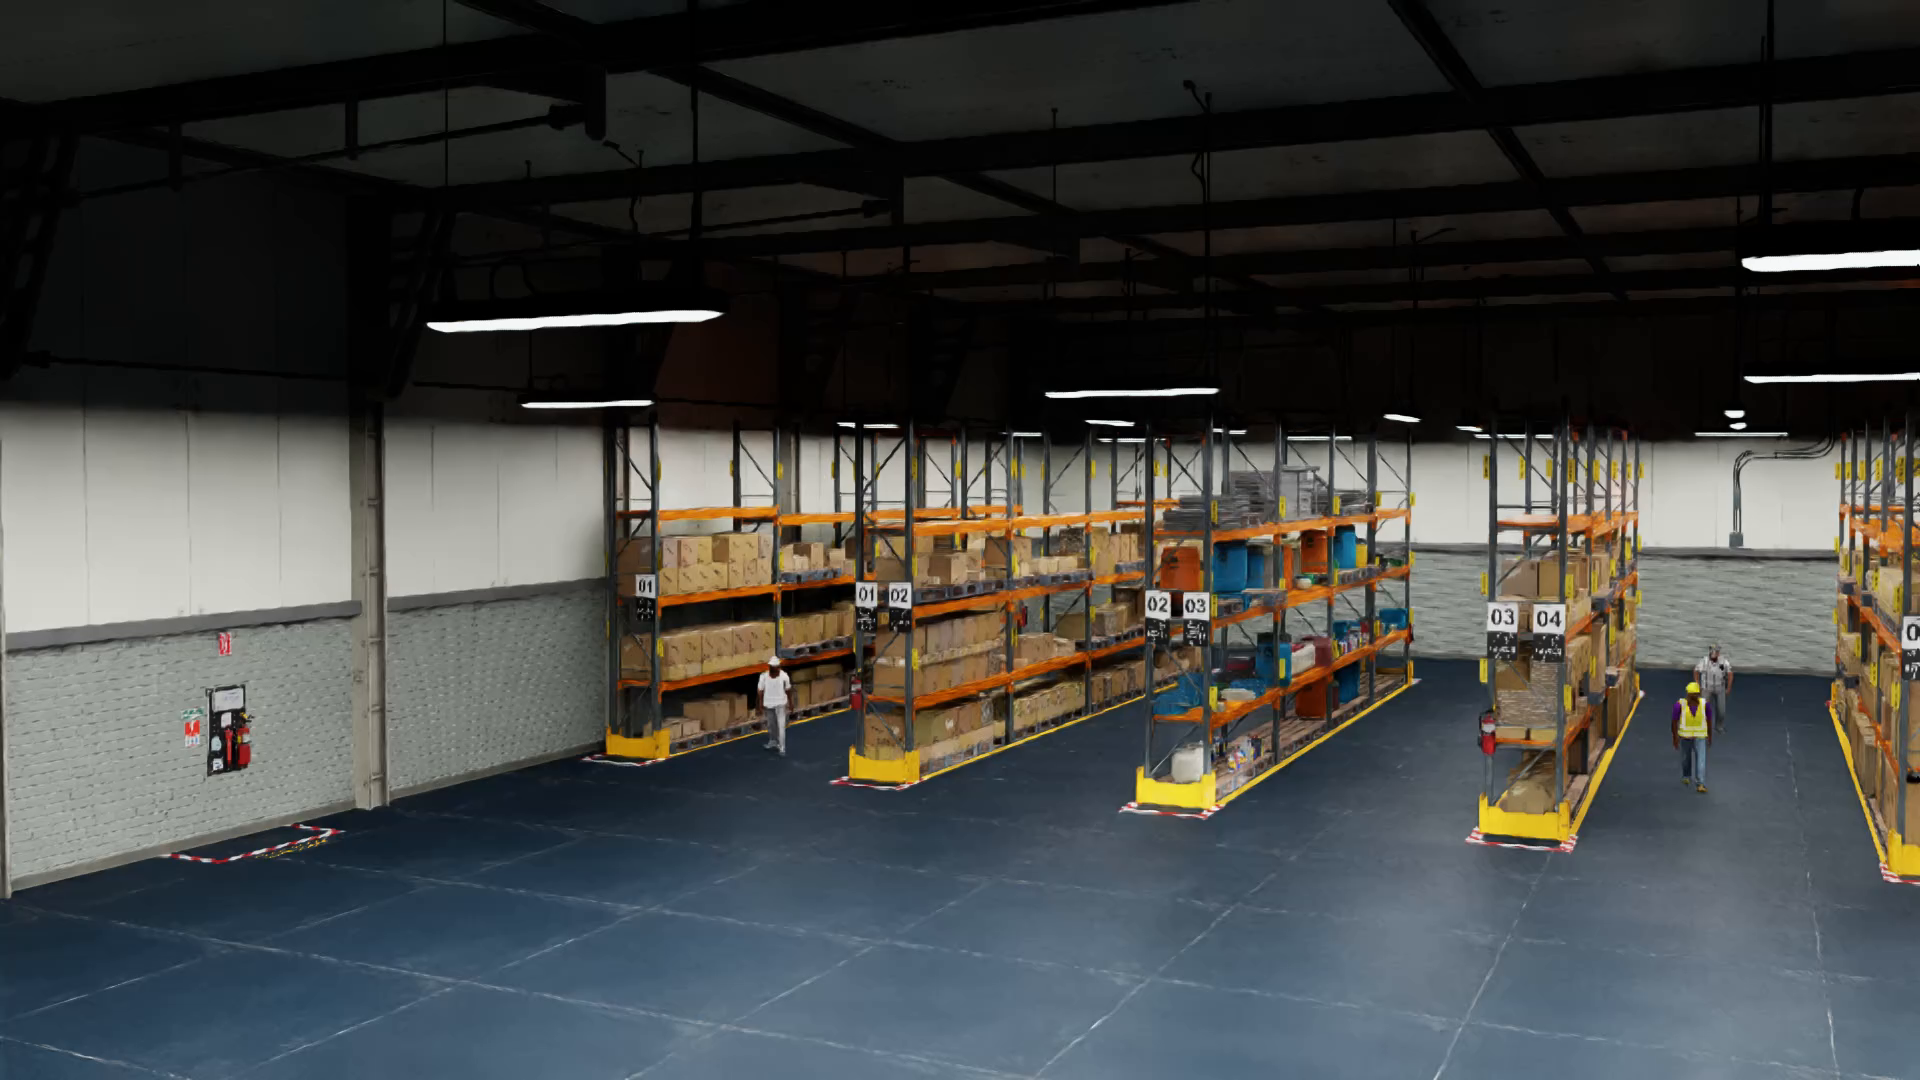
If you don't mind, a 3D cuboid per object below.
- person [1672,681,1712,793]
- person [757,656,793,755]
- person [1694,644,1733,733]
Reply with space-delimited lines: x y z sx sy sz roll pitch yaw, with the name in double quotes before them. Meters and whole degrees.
"person" 11.427 3.048 25.970 0.581 1.683 1.113 1 3 23
"person" -3.283 2.912 29.465 0.618 1.726 0.961 0 2 2
"person" 14.331 2.821 31.645 0.682 1.711 0.542 1 3 23
